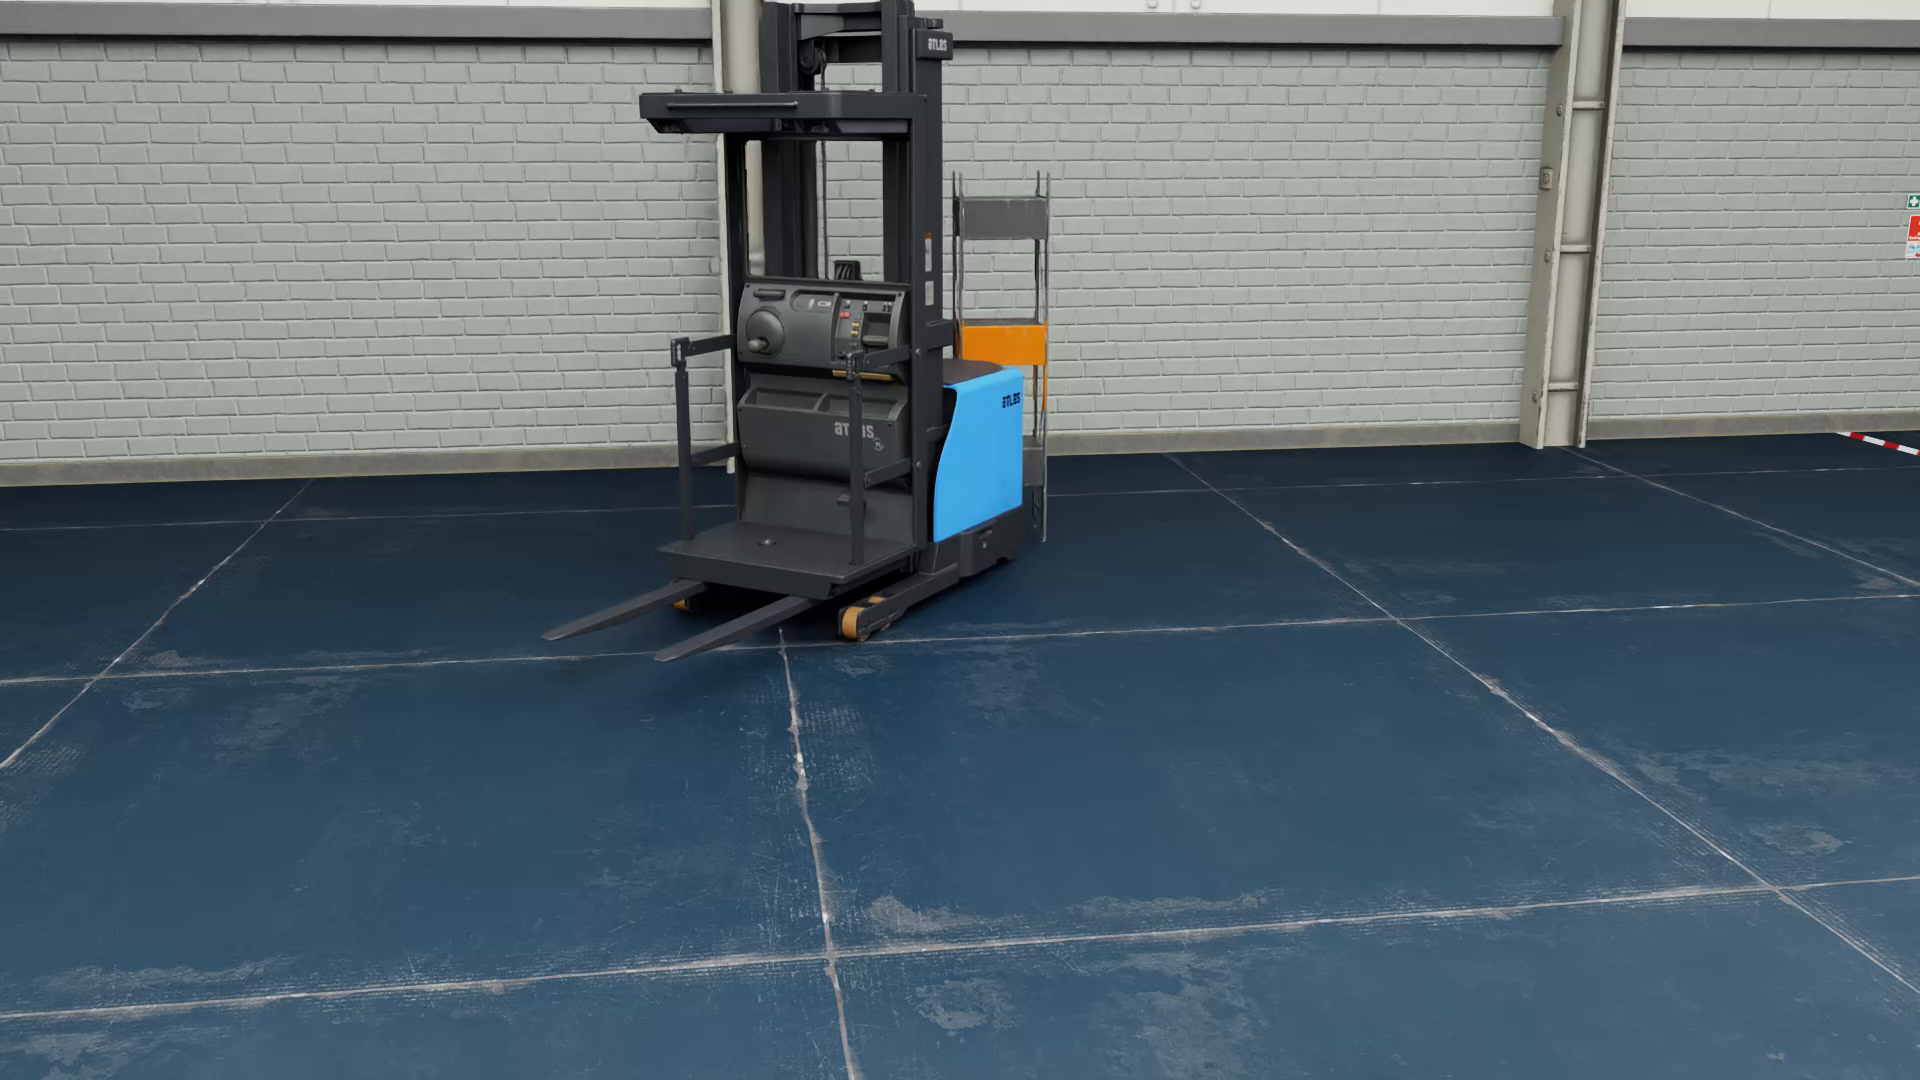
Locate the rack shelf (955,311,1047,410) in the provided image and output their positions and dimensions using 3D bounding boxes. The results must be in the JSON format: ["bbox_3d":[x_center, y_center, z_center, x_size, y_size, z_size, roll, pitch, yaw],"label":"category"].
[{"bbox_3d":[0.227,-1.034,9.583,0.480,0.518,0.431,-2,14,-6],"label":"rack shelf"}]

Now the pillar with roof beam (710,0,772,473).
[{"bbox_3d":[-0.806,-3.839,6.530,0.400,9.000,9.100,-2,14,-8],"label":"pillar with roof beam"}]

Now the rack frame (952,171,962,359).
[{"bbox_3d":[-0.016,-1.040,9.554,0.015,2.100,0.400,-2,14,-6],"label":"rack frame"}]

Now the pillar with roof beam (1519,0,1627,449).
[{"bbox_3d":[5.127,-4.056,7.397,0.400,9.000,9.100,-2,14,-8],"label":"pillar with roof beam"}]

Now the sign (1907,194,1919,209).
[{"bbox_3d":[7.413,-2.596,12.745,0.331,0.109,0.001,-2,14,-8],"label":"sign"}]

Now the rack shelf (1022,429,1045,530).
[{"bbox_3d":[0.227,-0.355,9.754,0.480,0.518,0.431,-2,14,-6],"label":"rack shelf"}]

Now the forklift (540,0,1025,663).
[{"bbox_3d":[-0.786,-1.070,7.961,1.130,2.935,3.031,8,16,28],"label":"forklift"}]

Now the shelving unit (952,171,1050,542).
[{"bbox_3d":[0.227,-1.047,9.580,0.503,2.100,0.431,-2,14,-6],"label":"shelving unit"}]

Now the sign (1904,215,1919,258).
[{"bbox_3d":[7.408,-2.341,12.817,0.234,0.329,0.001,-2,14,-8],"label":"sign"}]

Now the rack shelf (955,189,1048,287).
[{"bbox_3d":[0.227,-1.713,9.413,0.480,0.518,0.431,-2,14,-6],"label":"rack shelf"}]

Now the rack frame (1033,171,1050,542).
[{"bbox_3d":[0.469,-1.054,9.606,0.015,2.100,0.400,-2,14,-6],"label":"rack frame"}]
